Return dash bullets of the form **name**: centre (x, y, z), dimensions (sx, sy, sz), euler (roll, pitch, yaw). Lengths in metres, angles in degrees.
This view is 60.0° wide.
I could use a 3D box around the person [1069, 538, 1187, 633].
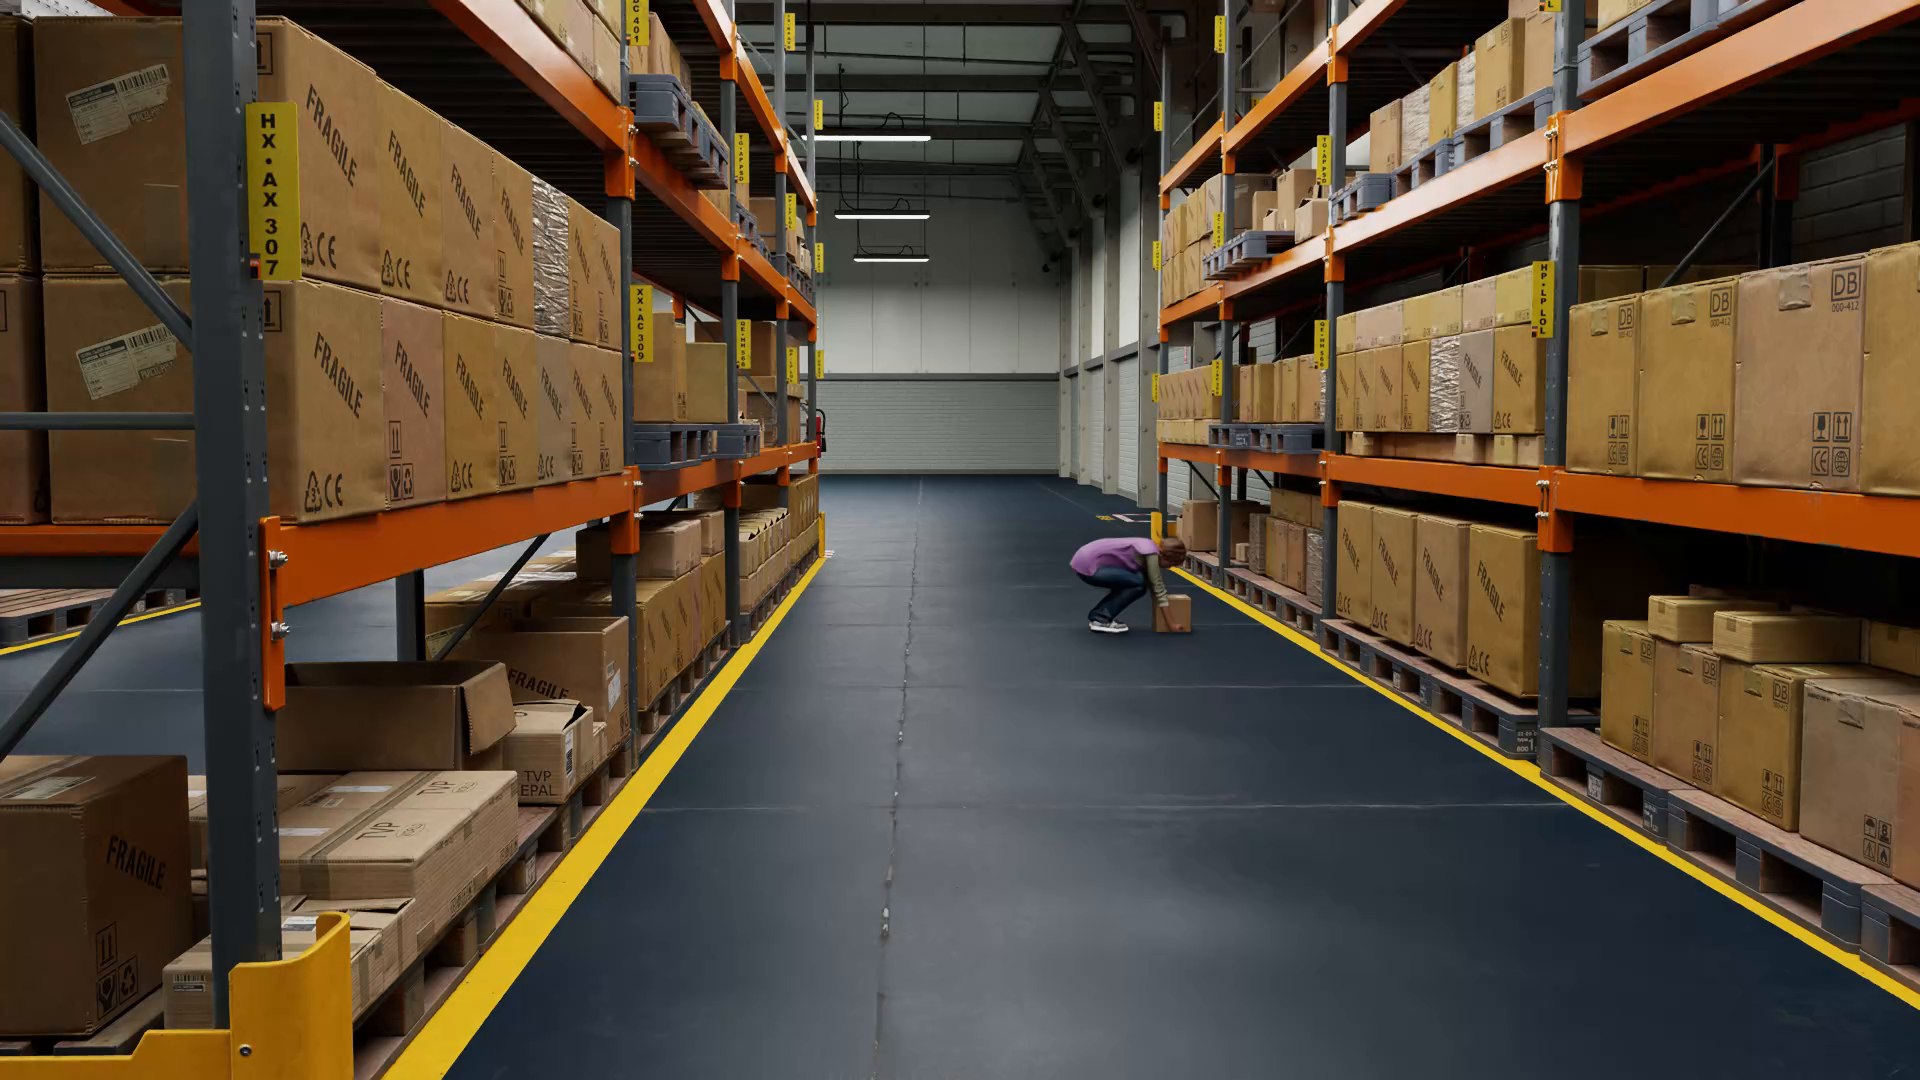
- **person**: centre (1.232, 0.332, 12.175), dimensions (0.866, 0.699, 0.419), euler (0, 4, -3)
